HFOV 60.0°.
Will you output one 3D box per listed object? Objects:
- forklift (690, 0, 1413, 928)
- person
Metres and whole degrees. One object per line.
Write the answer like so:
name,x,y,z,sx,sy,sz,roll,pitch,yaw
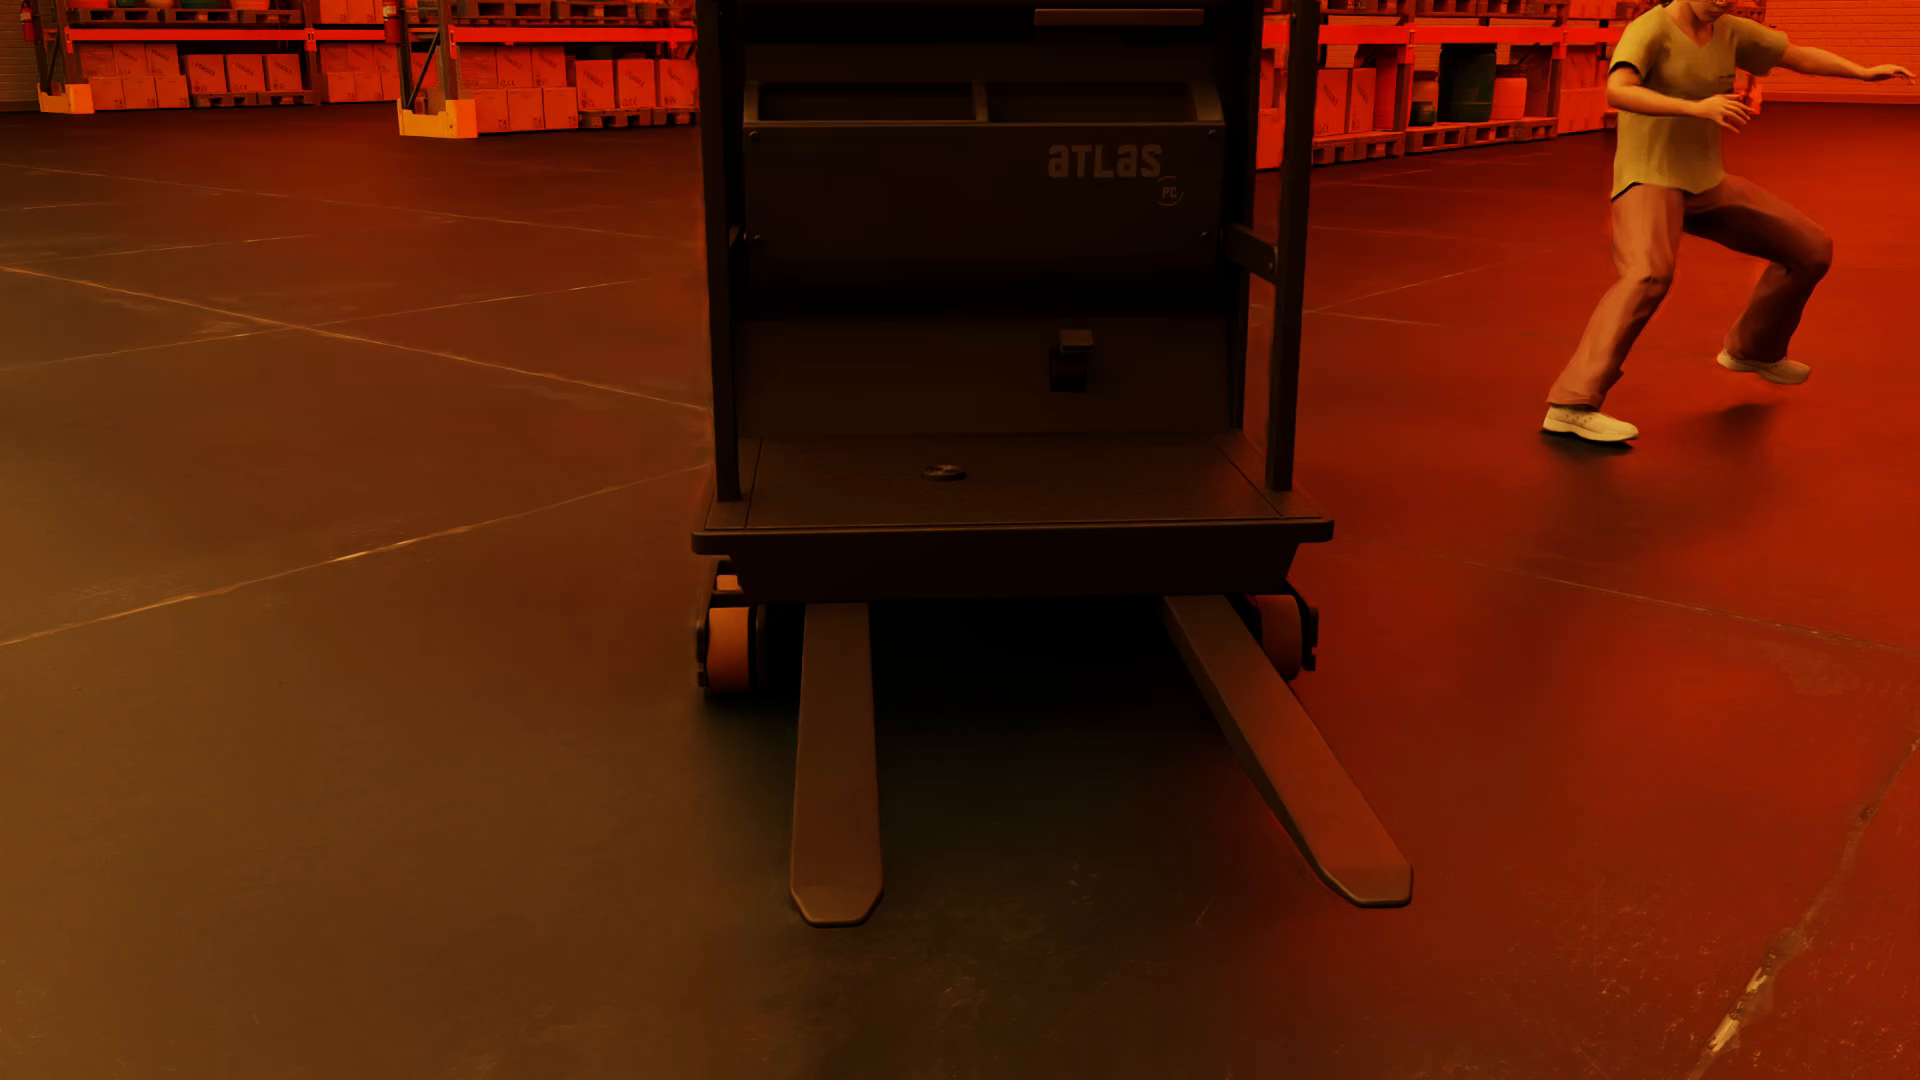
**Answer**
forklift,0.063,-1.219,2.910,1.130,2.935,3.031,-1,17,-4
person,2.308,-1.092,5.034,1.196,1.455,0.636,-5,18,-17
